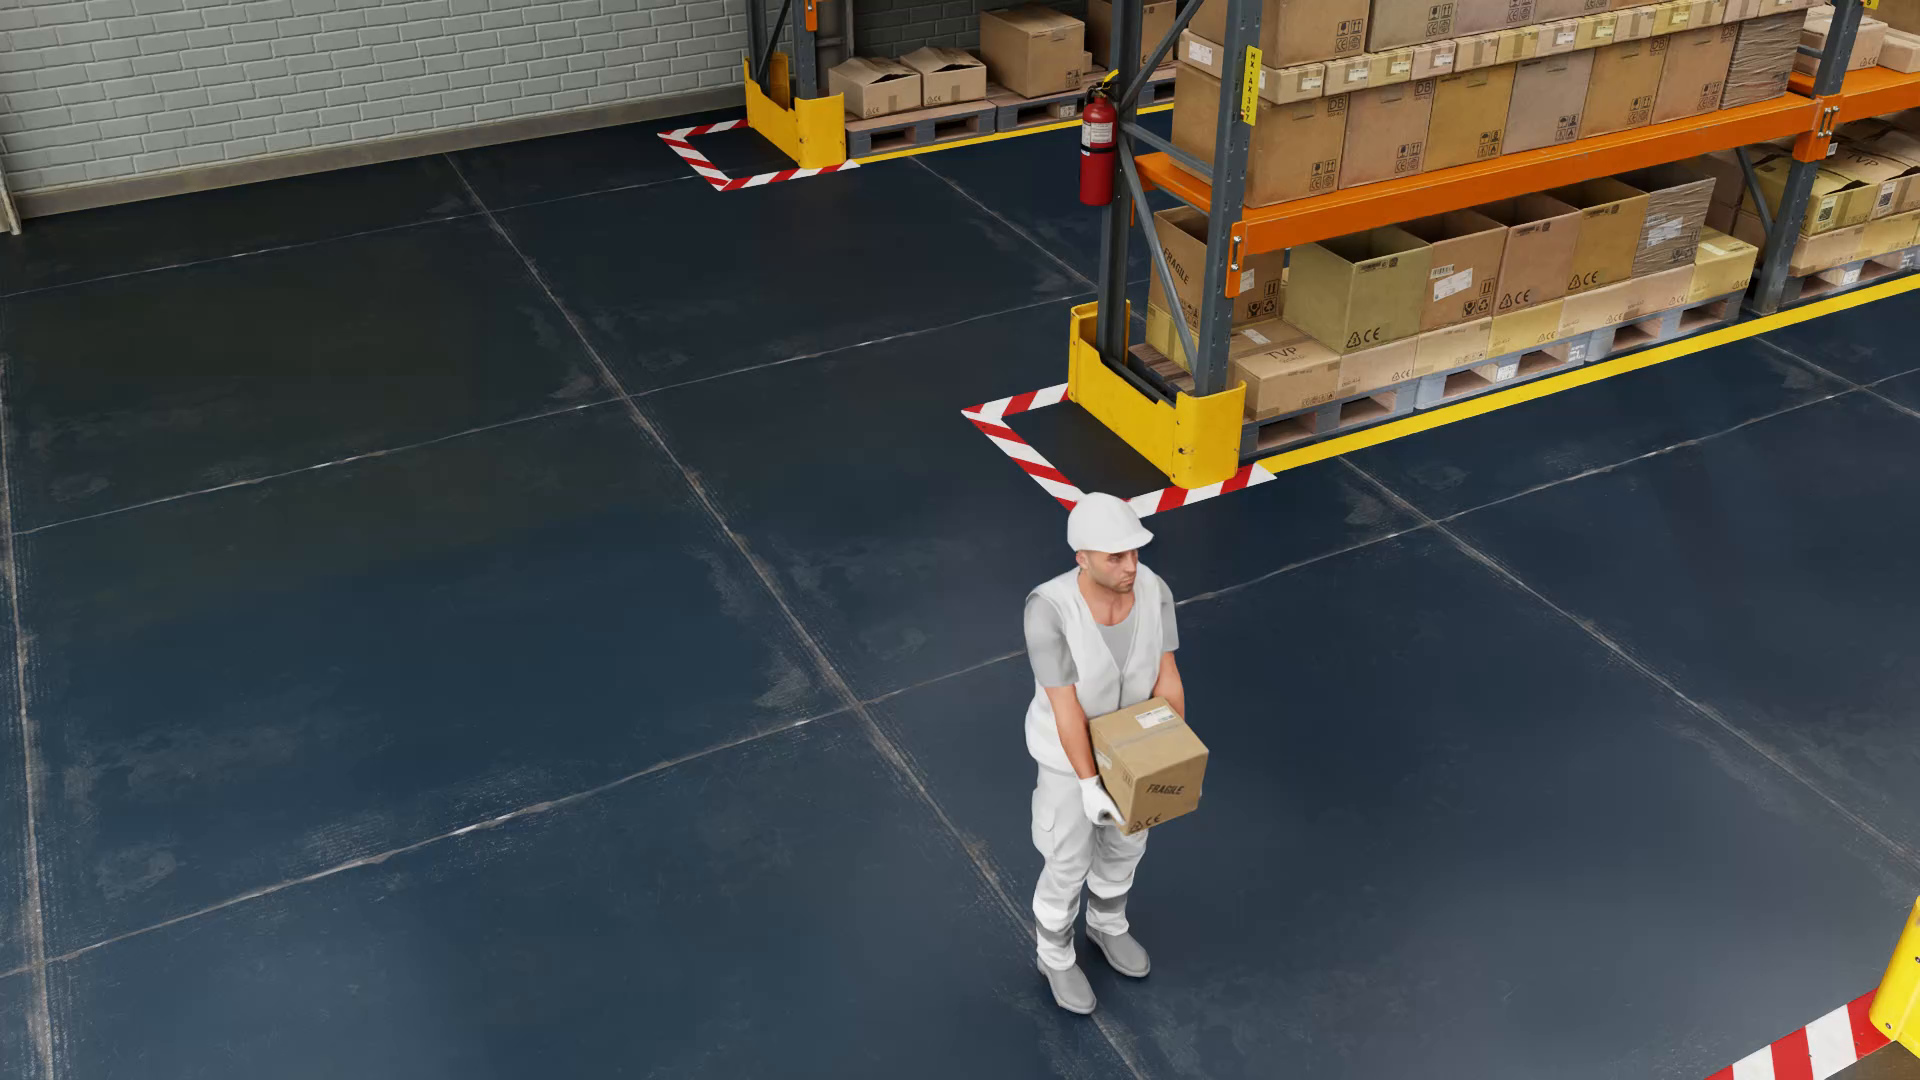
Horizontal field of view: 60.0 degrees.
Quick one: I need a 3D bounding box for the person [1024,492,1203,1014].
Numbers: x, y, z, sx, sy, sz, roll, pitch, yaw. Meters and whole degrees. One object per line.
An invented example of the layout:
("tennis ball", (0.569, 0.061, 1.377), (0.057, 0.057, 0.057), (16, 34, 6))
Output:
("person", (0.467, 0.694, 5.037), (0.495, 1.786, 0.559), (-16, 36, -23))
